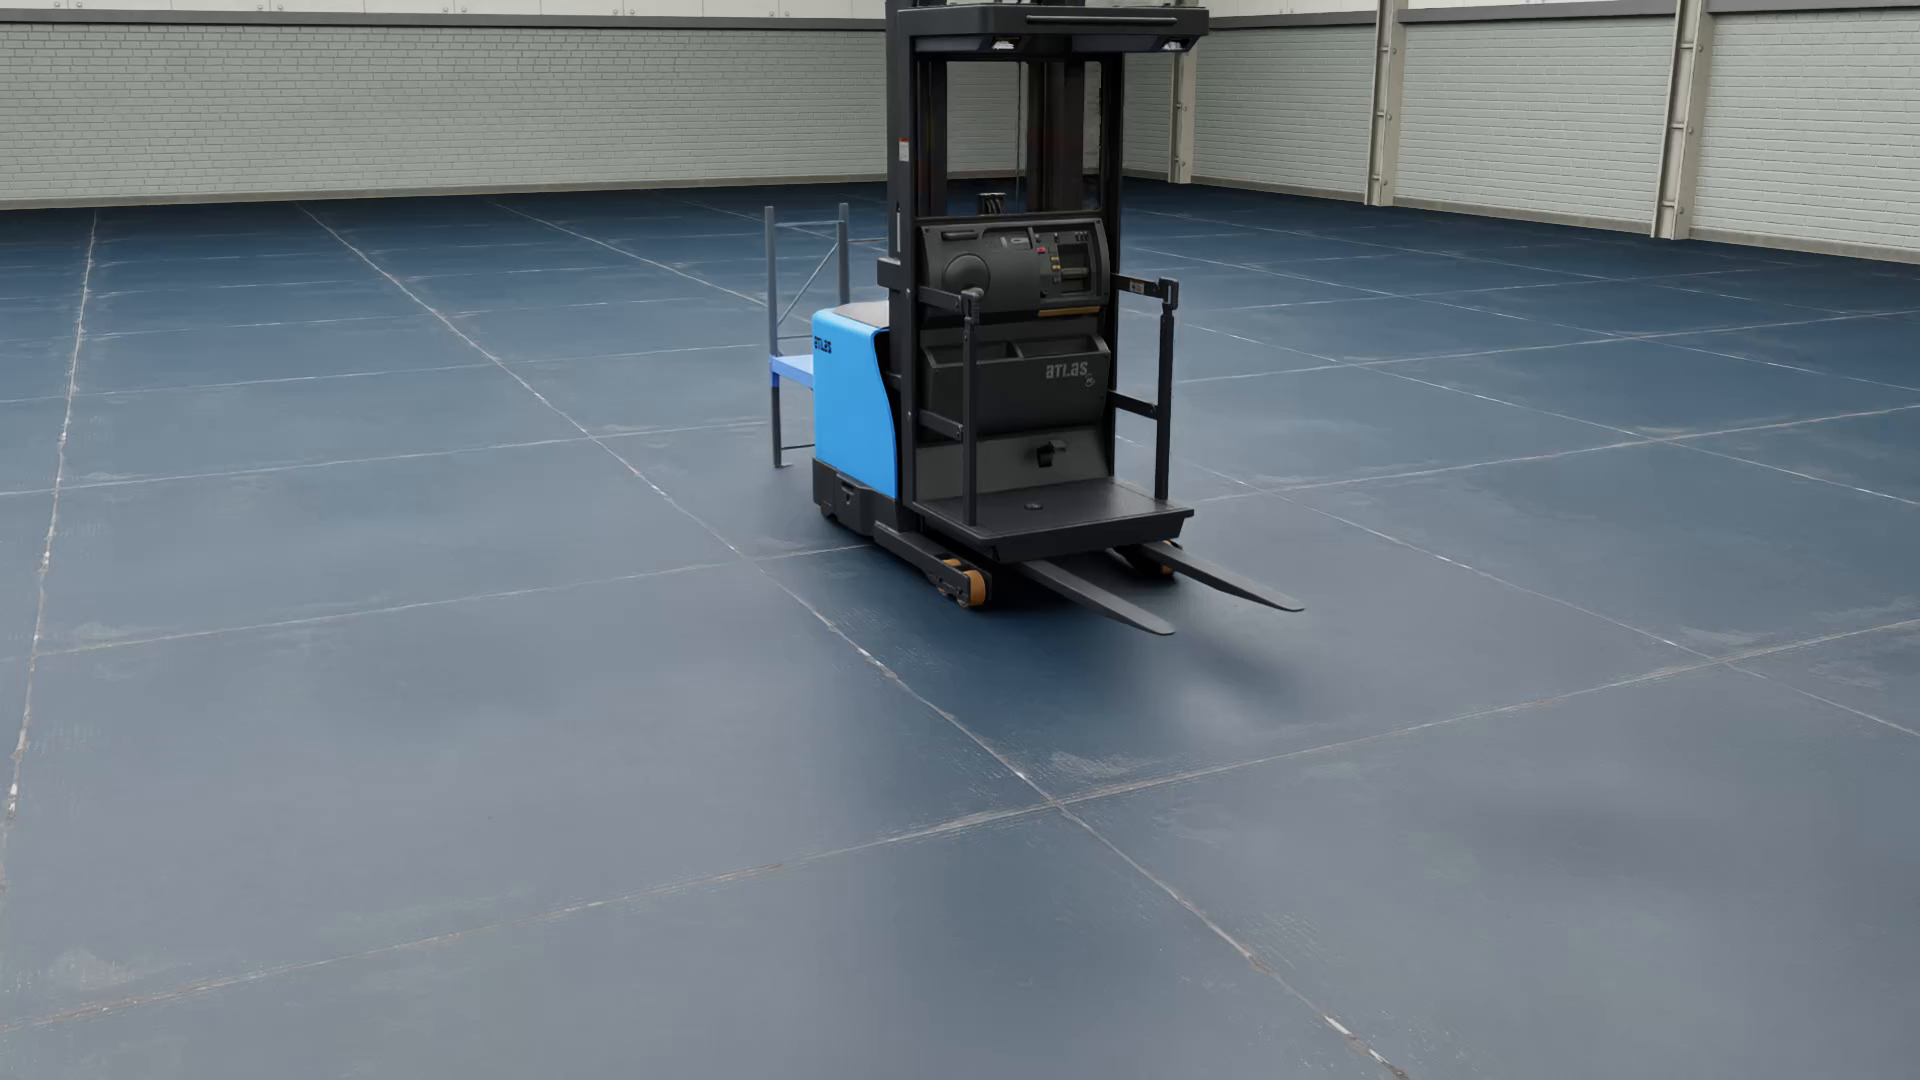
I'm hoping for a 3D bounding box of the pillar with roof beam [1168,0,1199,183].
[{"bbox_3d":[0.478,-10.868,29.808,9.100,9.000,0.400,-8,18,-25],"label":"pillar with roof beam"}]

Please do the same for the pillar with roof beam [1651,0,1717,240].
[{"bbox_3d":[5.735,-7.892,19.439,9.100,9.000,0.400,-8,18,-25],"label":"pillar with roof beam"}]

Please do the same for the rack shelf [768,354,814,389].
[{"bbox_3d":[-0.635,-0.885,9.267,0.538,0.185,1.000,-8,18,-26],"label":"rack shelf"}]

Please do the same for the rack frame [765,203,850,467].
[{"bbox_3d":[-0.869,-1.182,9.651,0.500,1.500,0.032,-8,18,-26],"label":"rack frame"}]

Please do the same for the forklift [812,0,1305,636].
[{"bbox_3d":[0.358,-1.254,7.307,1.130,2.935,3.031,-8,18,-26],"label":"forklift"}]

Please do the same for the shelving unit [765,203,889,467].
[{"bbox_3d":[-0.635,-1.058,9.218,0.538,1.500,1.048,-8,18,-26],"label":"shelving unit"}]

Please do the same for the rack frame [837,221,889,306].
[{"bbox_3d":[-0.401,-0.933,8.784,0.500,1.500,0.032,-8,18,-26],"label":"rack frame"}]

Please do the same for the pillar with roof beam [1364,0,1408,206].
[{"bbox_3d":[3.106,-9.380,24.623,9.100,9.000,0.400,-8,18,-25],"label":"pillar with roof beam"}]
